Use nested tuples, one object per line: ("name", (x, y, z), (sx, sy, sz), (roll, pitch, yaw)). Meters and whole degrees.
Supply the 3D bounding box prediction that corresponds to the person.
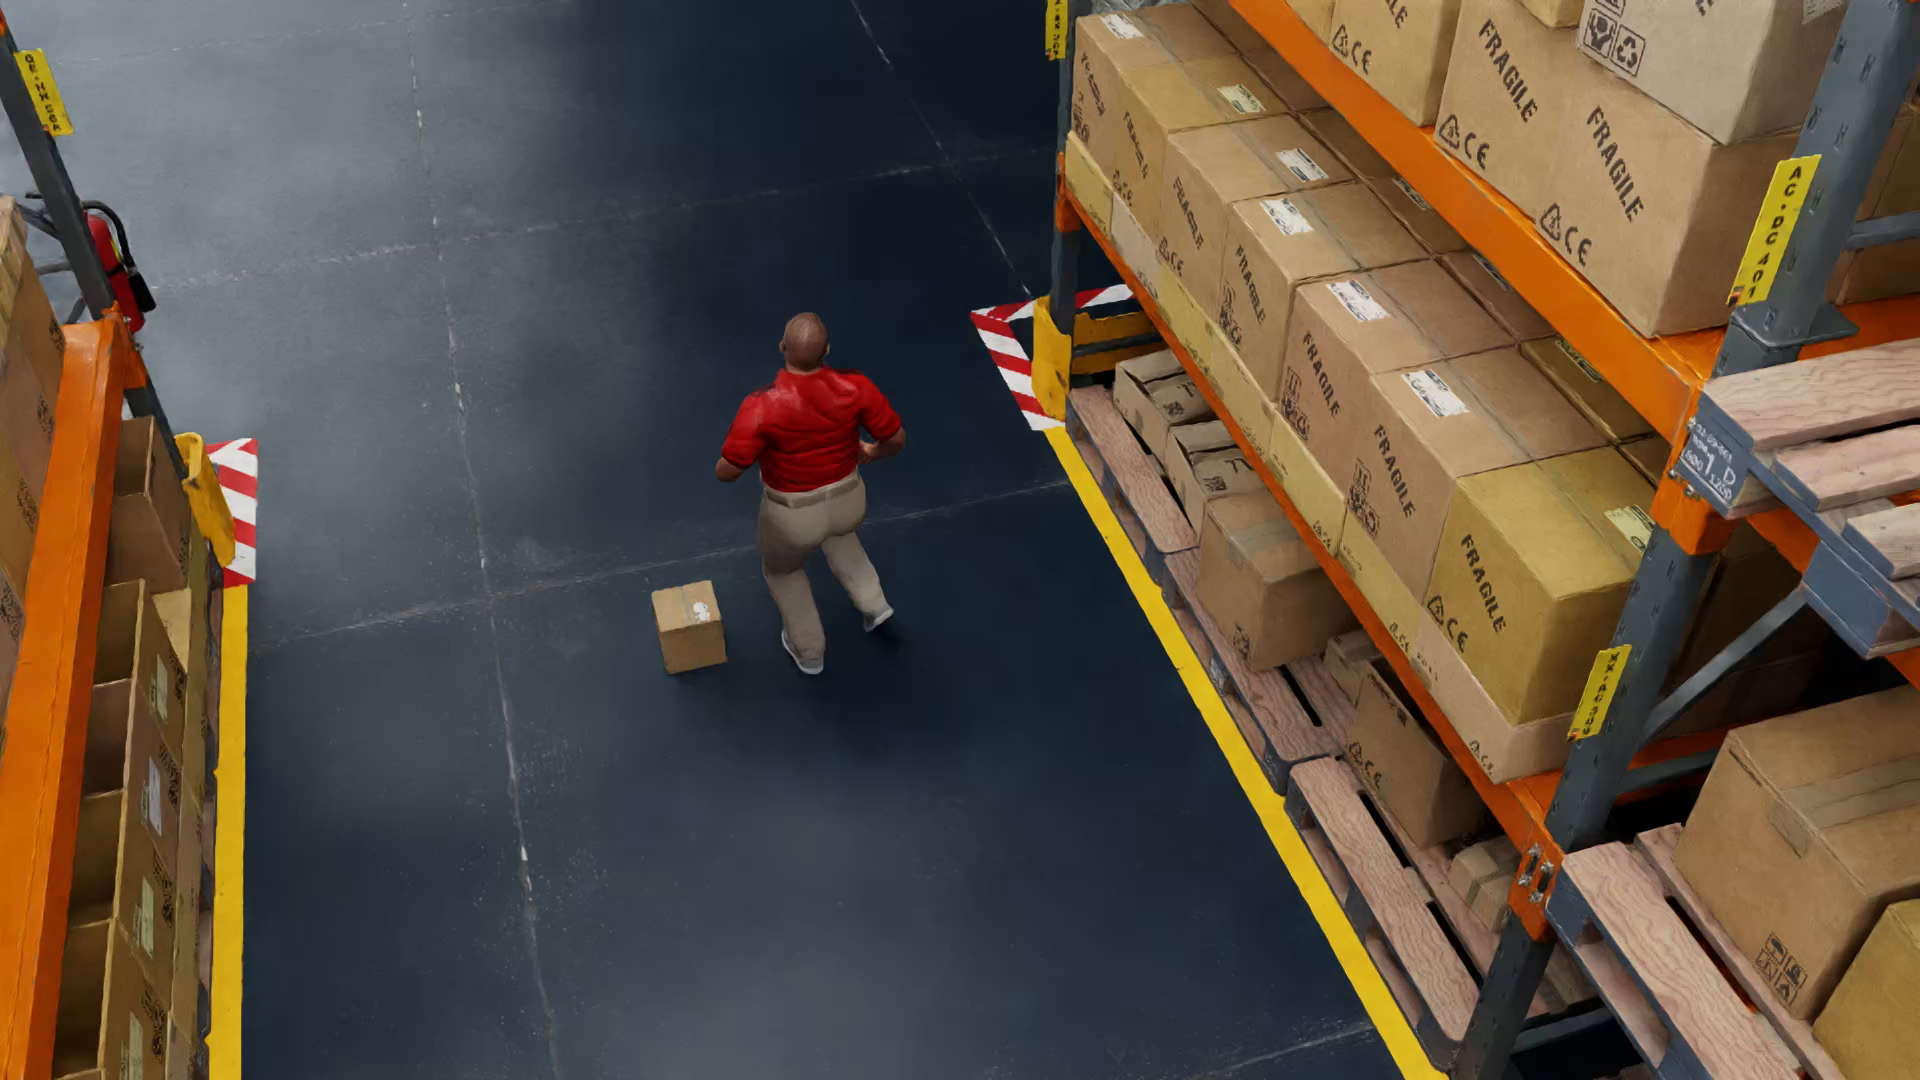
("person", (-0.597, -0.161, 6.384), (0.706, 1.699, 0.491), (-22, 46, -23))
